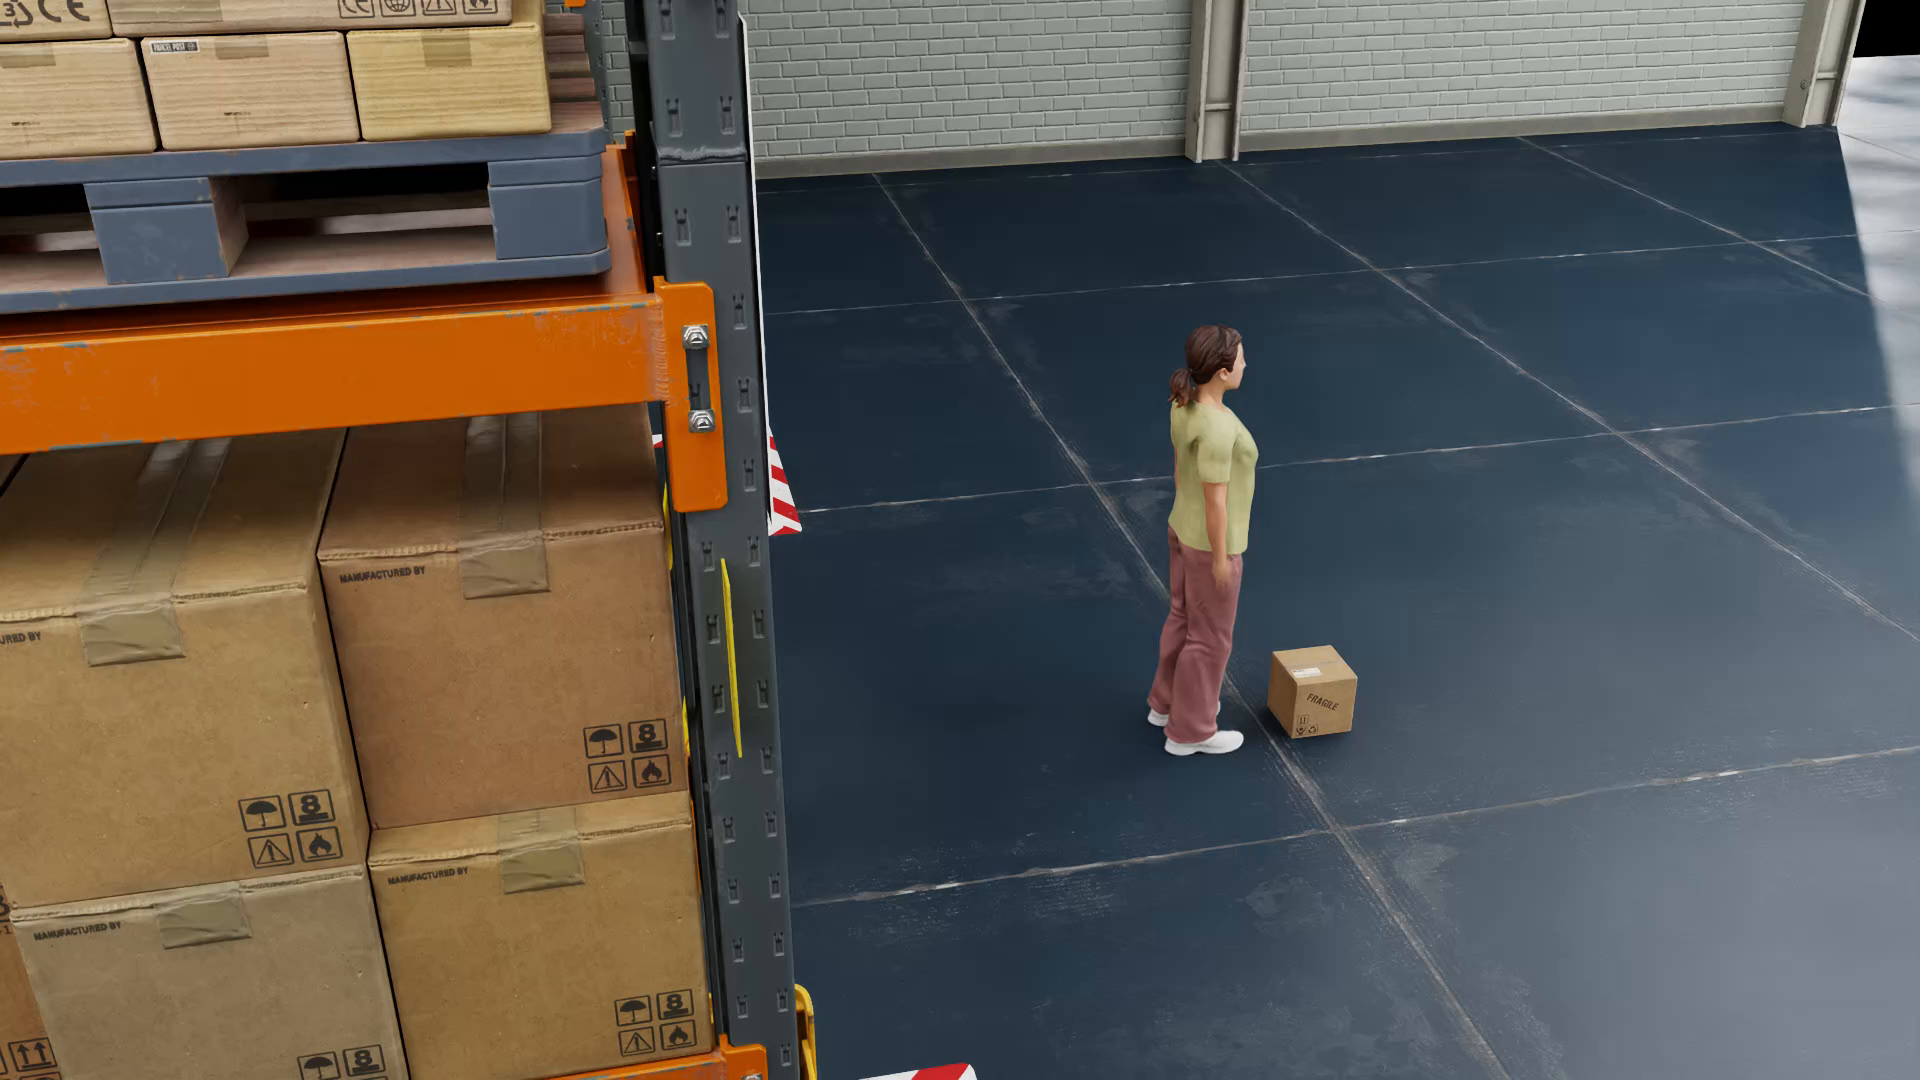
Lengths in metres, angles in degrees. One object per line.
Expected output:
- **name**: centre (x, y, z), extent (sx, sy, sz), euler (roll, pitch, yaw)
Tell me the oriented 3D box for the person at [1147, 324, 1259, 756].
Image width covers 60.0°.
- **person**: centre (0.891, 0.006, 6.115), extent (0.352, 1.672, 0.441), euler (-5, 27, -10)
